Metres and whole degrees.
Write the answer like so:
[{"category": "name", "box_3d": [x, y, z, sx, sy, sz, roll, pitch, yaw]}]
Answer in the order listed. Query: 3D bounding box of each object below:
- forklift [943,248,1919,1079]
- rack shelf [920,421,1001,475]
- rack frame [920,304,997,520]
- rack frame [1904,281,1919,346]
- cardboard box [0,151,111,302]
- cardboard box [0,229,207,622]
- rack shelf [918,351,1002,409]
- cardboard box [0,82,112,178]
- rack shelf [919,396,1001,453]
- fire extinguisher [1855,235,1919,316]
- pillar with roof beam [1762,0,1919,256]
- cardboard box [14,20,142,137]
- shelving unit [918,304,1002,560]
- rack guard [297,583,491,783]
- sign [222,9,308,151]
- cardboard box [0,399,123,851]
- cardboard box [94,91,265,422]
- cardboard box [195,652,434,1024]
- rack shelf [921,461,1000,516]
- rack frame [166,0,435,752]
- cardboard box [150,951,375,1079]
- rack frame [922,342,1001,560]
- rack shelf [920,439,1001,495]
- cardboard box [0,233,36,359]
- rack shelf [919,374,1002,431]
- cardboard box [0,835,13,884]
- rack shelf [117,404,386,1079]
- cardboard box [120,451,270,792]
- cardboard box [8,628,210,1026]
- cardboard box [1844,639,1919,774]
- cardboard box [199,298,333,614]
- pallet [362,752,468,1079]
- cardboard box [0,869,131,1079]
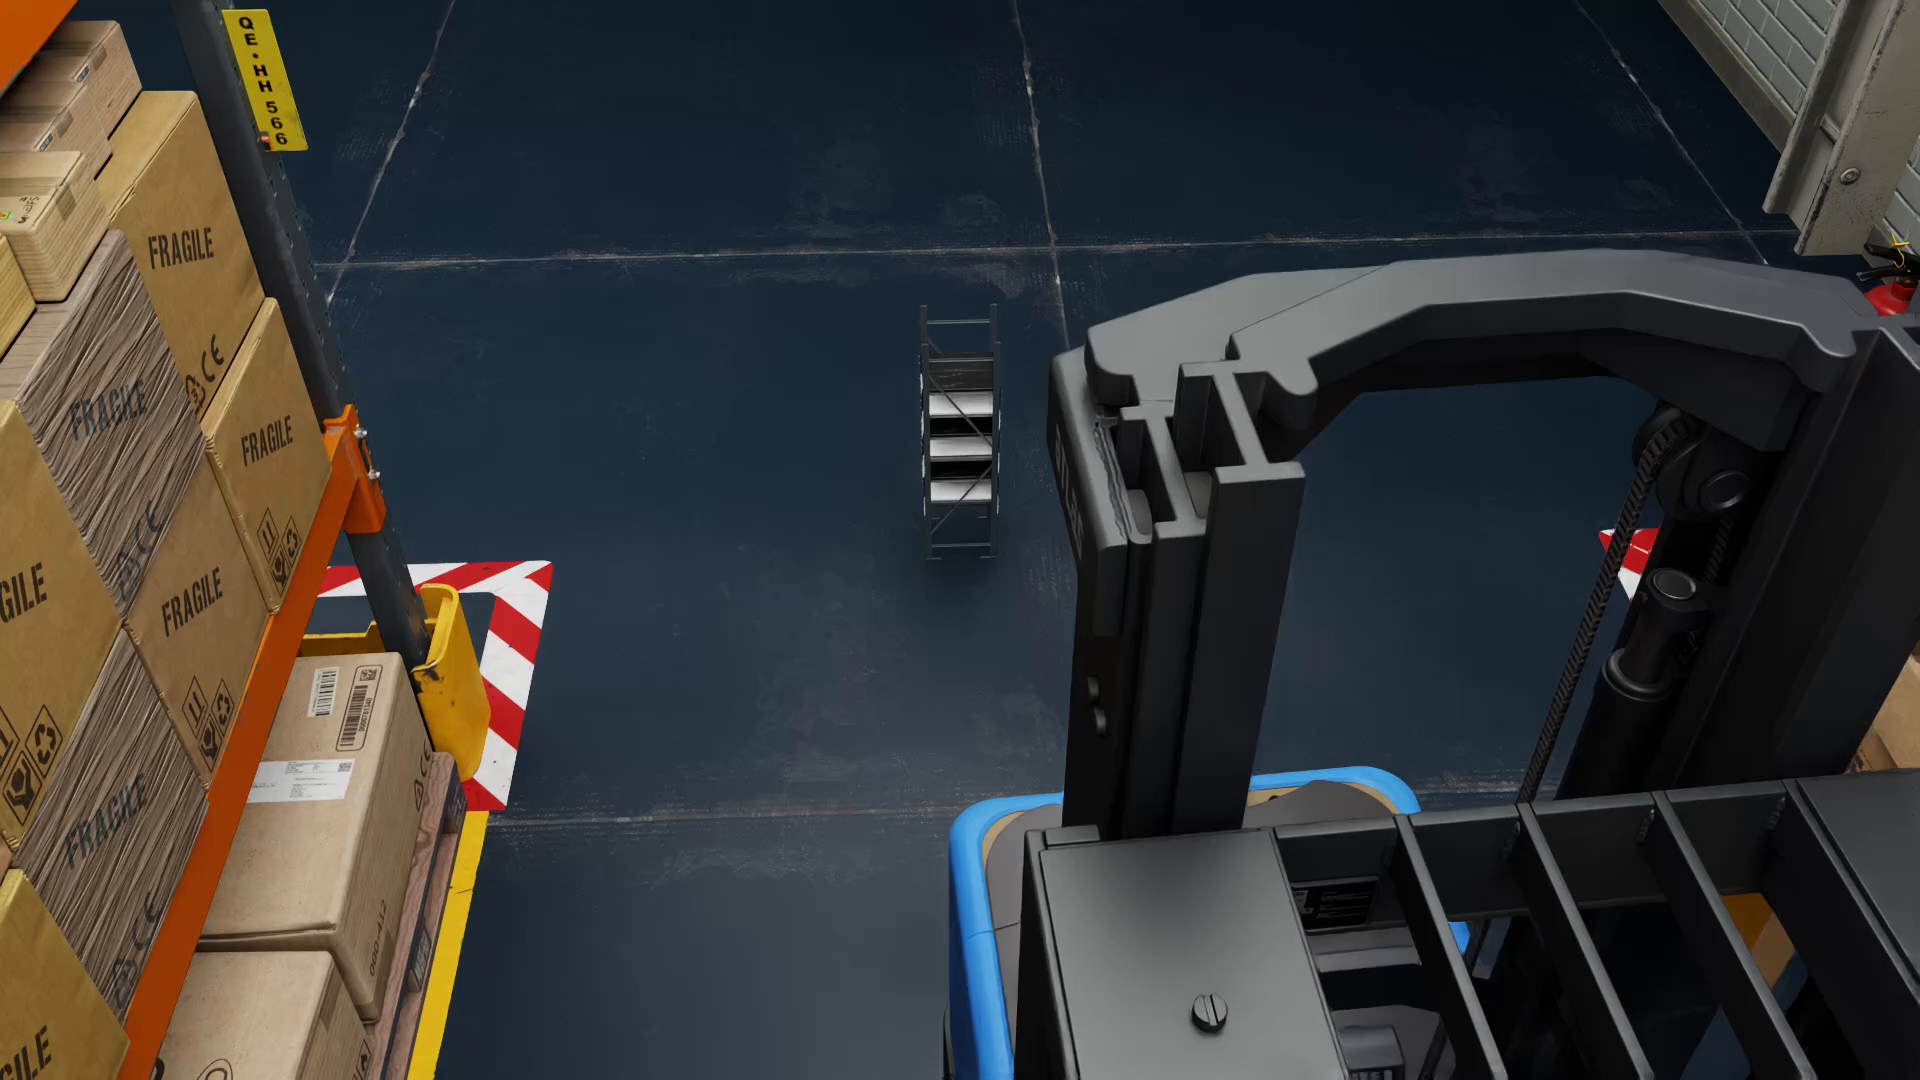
[{"category": "forklift", "box_3d": [0.639, 1.225, 2.245, 1.130, 2.935, 3.031, -4, 43, -5]}, {"category": "rack shelf", "box_3d": [0.000, -0.313, 5.474, 0.258, 0.077, 0.200, -2, 43, -2]}, {"category": "rack frame", "box_3d": [-0.005, -0.406, 5.527, 0.240, 0.900, 0.006, -2, 43, -2]}, {"category": "rack frame", "box_3d": [2.924, -0.607, 4.192, 1.000, 3.000, 0.127, -2, 43, -2]}, {"category": "cardboard box", "box_3d": [-1.690, -0.527, 2.811, 0.380, 0.149, 0.250, -2, 43, -2]}, {"category": "cardboard box", "box_3d": [-1.725, -0.197, 2.931, 0.500, 0.500, 0.500, -2, 43, -2]}, {"category": "rack shelf", "box_3d": [0.000, -0.512, 5.292, 0.258, 0.077, 0.200, -2, 43, -2]}, {"category": "cardboard box", "box_3d": [-1.785, -0.699, 2.999, 0.380, 0.149, 0.250, -1, 43, -1]}, {"category": "rack shelf", "box_3d": [0.000, -0.379, 5.414, 0.258, 0.077, 0.200, -2, 43, -2]}, {"category": "fire extinguisher", "box_3d": [2.456, -0.527, 4.438, 0.296, 0.674, 0.183, -2, 43, -2]}, {"category": "pillar with roof beam", "box_3d": [-0.591, -4.541, 4.044, 9.100, 9.000, 0.400, -2, 43, -2]}, {"category": "cardboard box", "box_3d": [-1.820, -0.870, 3.185, 0.380, 0.149, 0.250, -1, 43, -1]}, {"category": "shelving unit", "box_3d": [0.000, -0.337, 5.452, 0.258, 0.900, 0.210, -2, 43, -2]}, {"category": "rack guard", "box_3d": [-2.036, 0.443, 4.896, 1.175, 0.500, 0.348, -2, 43, -2]}, {"category": "sign", "box_3d": [-1.492, -0.982, 3.569, 0.100, 0.325, 0.005, -2, 43, -2]}, {"category": "cardboard box", "box_3d": [-1.708, 0.137, 2.566, 0.500, 0.500, 0.500, -2, 43, -2]}, {"category": "cardboard box", "box_3d": [-1.777, -0.549, 3.315, 0.500, 0.500, 0.500, 0, 43, 0]}, {"category": "cardboard box", "box_3d": [-1.907, 0.771, 4.275, 0.875, 0.438, 0.875, -3, 43, -3]}, {"category": "rack shelf", "box_3d": [0.000, -0.180, 5.596, 0.258, 0.077, 0.200, -2, 43, -2]}, {"category": "rack frame", "box_3d": [-2.035, -0.462, 4.034, 1.000, 3.000, 0.127, -2, 43, -2]}, {"category": "cardboard box", "box_3d": [-1.860, 1.388, 3.601, 0.875, 0.438, 0.875, -1, 43, -1]}, {"category": "rack frame", "box_3d": [0.004, -0.269, 5.377, 0.240, 0.900, 0.006, -2, 43, -2]}, {"category": "rack shelf", "box_3d": [0.000, -0.246, 5.535, 0.258, 0.077, 0.200, -2, 43, -2]}, {"category": "cardboard box", "box_3d": [-1.720, -0.356, 2.625, 0.380, 0.149, 0.250, -1, 43, -1]}, {"category": "rack shelf", "box_3d": [0.000, -0.445, 5.353, 0.258, 0.077, 0.200, -2, 43, -2]}, {"category": "cardboard box", "box_3d": [-1.688, 0.477, 2.196, 0.500, 0.500, 0.500, -2, 43, -2]}, {"category": "rack shelf", "box_3d": [-1.950, 1.154, 2.804, 1.077, 0.370, 4.000, -2, 43, -2]}, {"category": "cardboard box", "box_3d": [-1.744, 0.159, 3.283, 0.500, 0.500, 0.500, -2, 43, -3]}, {"category": "cardboard box", "box_3d": [-1.712, 0.506, 2.905, 0.500, 0.500, 0.500, -1, 43, -1]}, {"category": "cardboard box", "box_3d": [2.855, 0.574, 4.440, 0.797, 0.503, 0.637, -3, 43, -3]}, {"category": "cardboard box", "box_3d": [-1.750, -0.181, 3.653, 0.500, 0.500, 0.500, -1, 43, -2]}, {"category": "pallet", "box_3d": [-1.923, 1.104, 4.390, 1.003, 0.211, 1.213, -2, 43, -2]}, {"category": "cardboard box", "box_3d": [-1.677, 0.854, 2.525, 0.500, 0.500, 0.500, 0, 43, -1]}]
